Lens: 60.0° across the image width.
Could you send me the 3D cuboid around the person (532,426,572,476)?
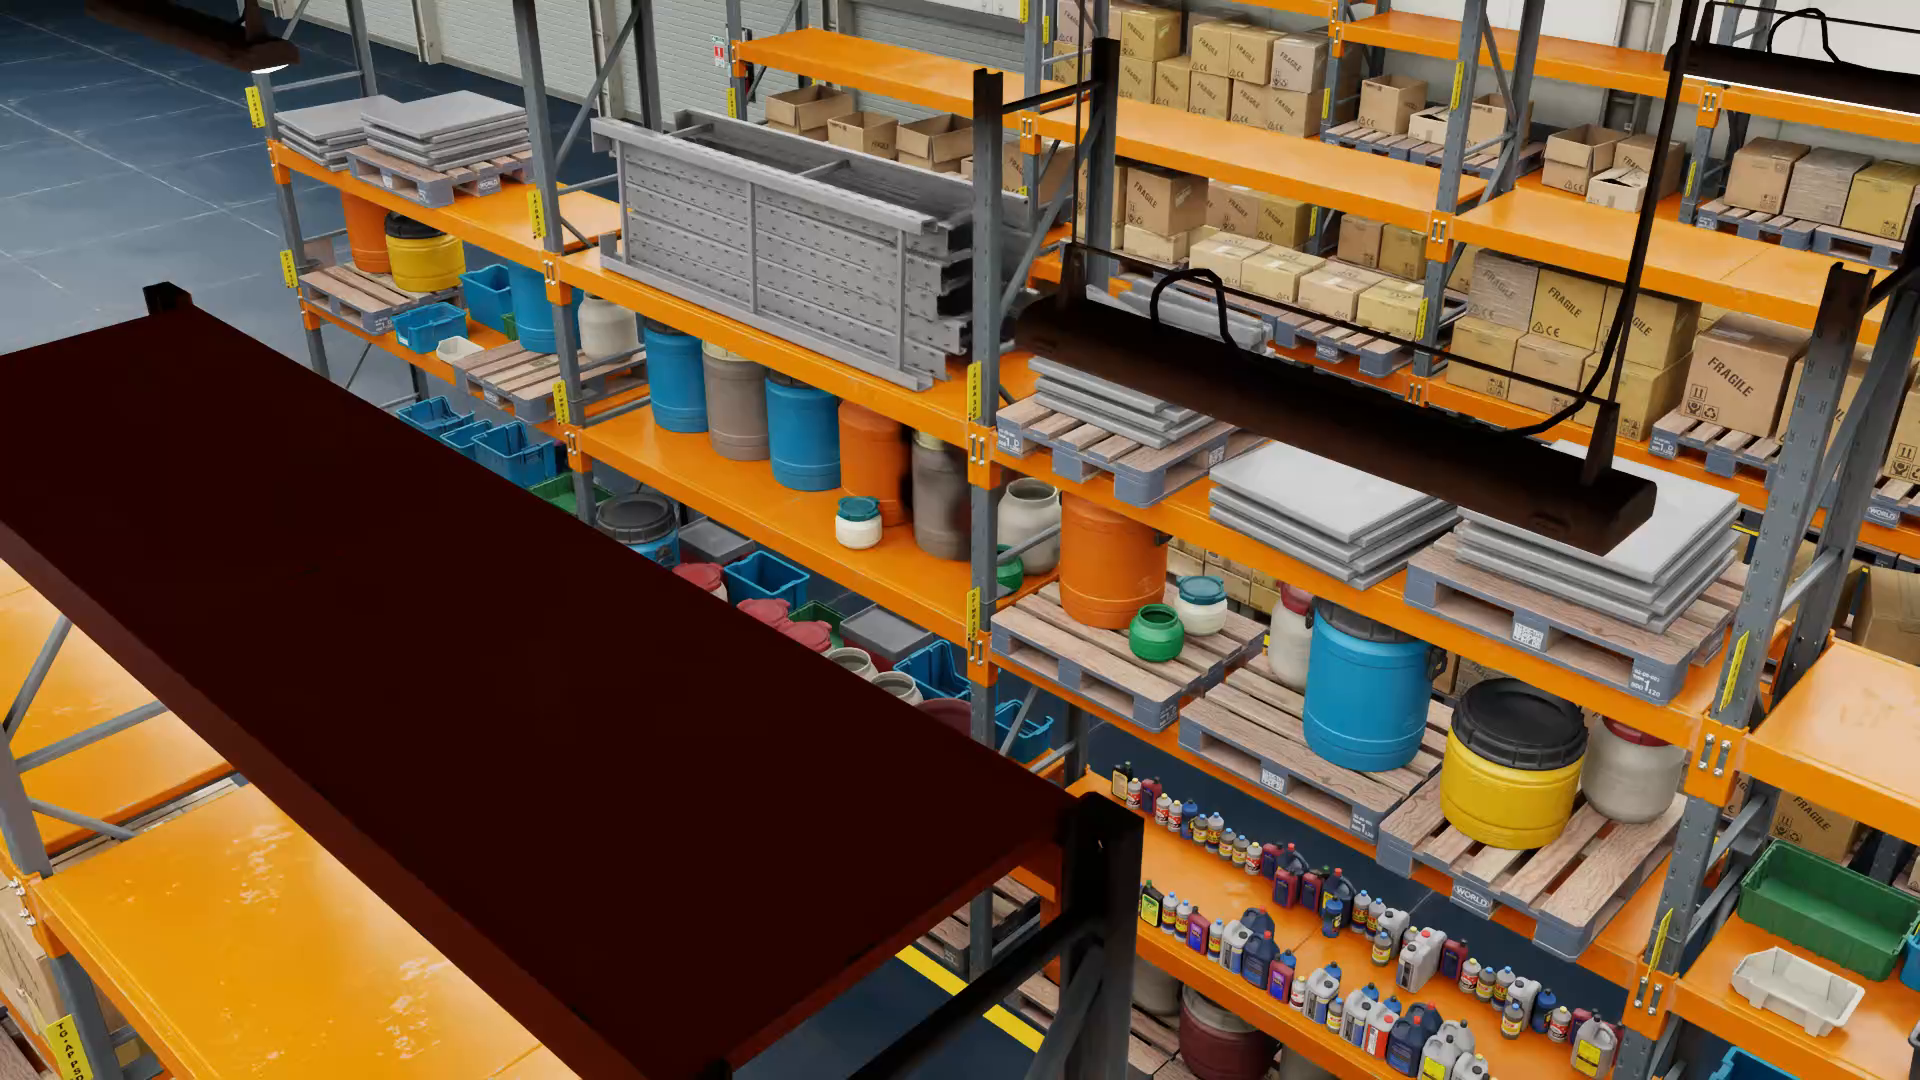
[{"bbox_3d":[-3.985,-0.975,16.499,0.544,1.469,0.551,2,29,3],"label":"person"}]
